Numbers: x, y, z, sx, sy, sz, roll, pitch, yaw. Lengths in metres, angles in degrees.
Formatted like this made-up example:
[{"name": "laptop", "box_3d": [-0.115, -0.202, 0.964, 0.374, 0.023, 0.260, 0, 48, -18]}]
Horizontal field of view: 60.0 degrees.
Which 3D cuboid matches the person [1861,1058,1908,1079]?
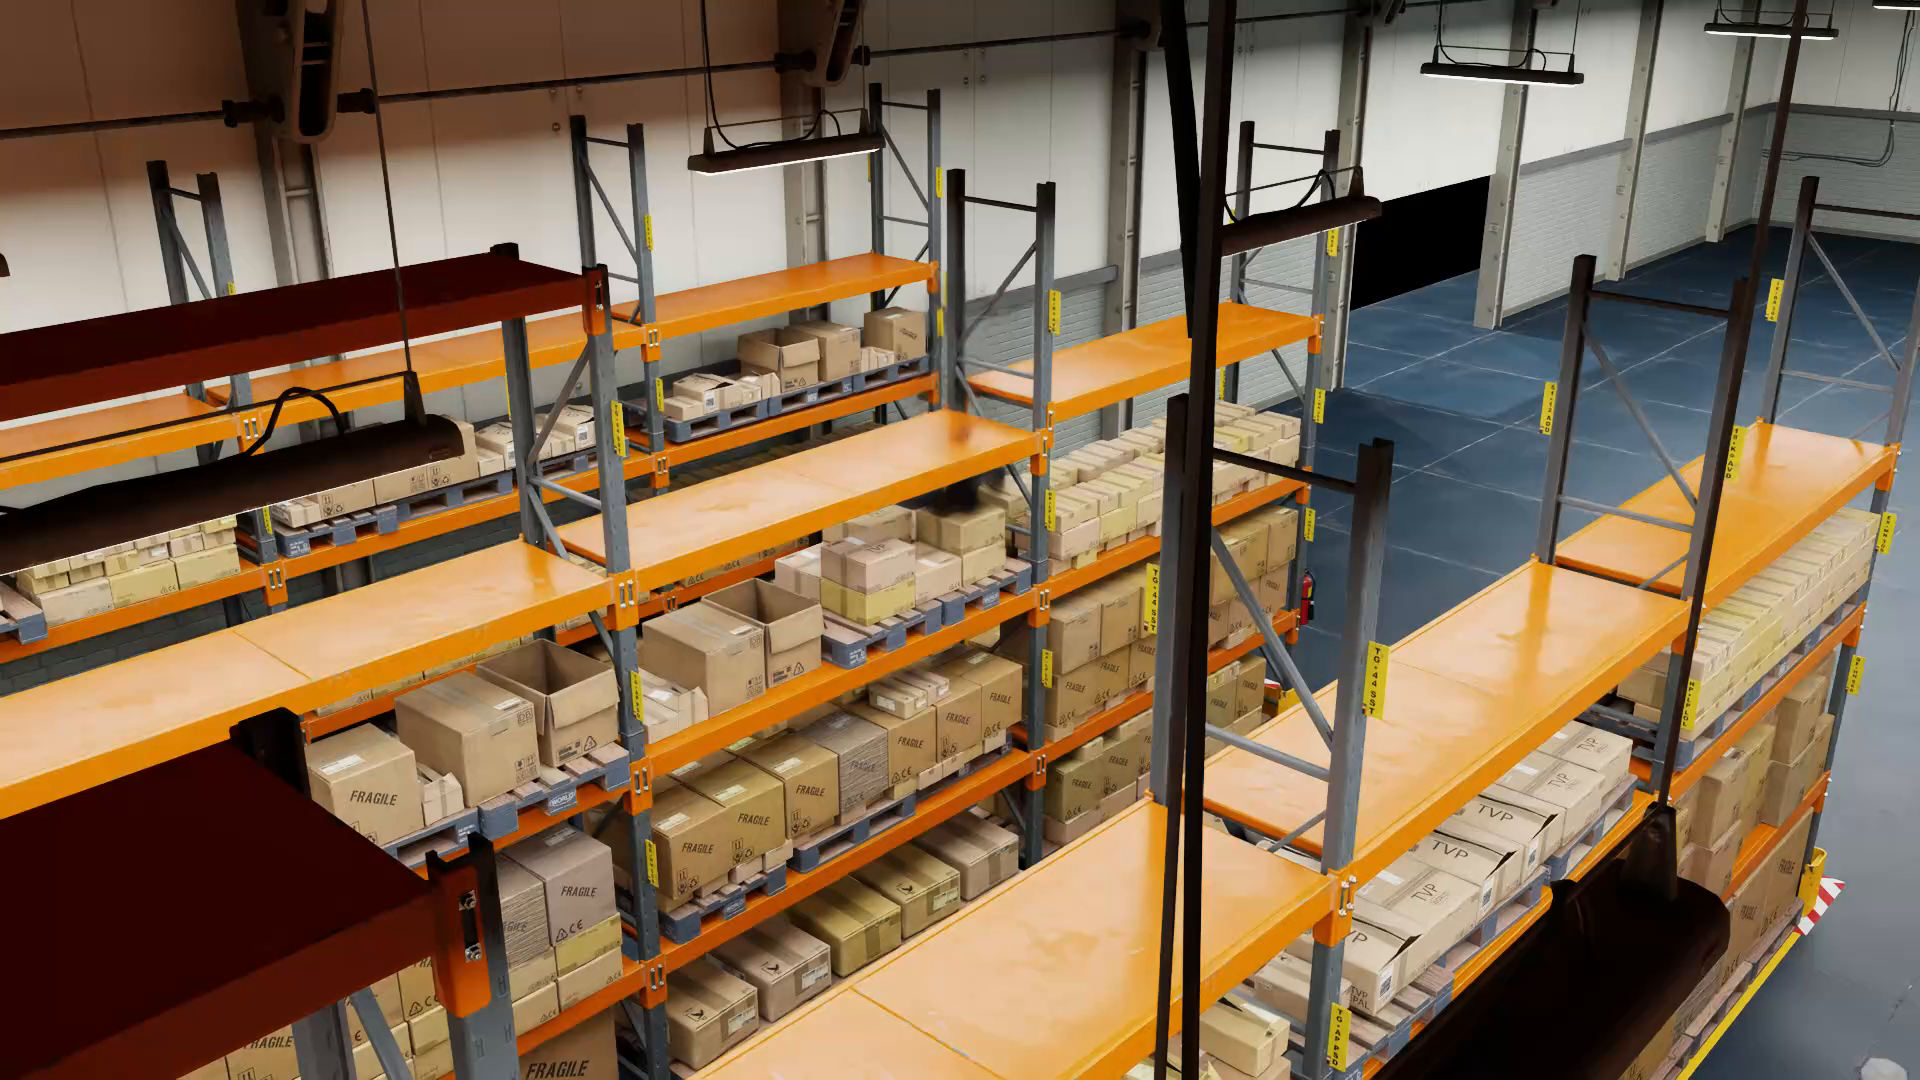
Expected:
[{"name": "person", "box_3d": [5.263, 3.848, 9.763, 0.562, 1.715, 0.857, 15, 26, 33]}]
